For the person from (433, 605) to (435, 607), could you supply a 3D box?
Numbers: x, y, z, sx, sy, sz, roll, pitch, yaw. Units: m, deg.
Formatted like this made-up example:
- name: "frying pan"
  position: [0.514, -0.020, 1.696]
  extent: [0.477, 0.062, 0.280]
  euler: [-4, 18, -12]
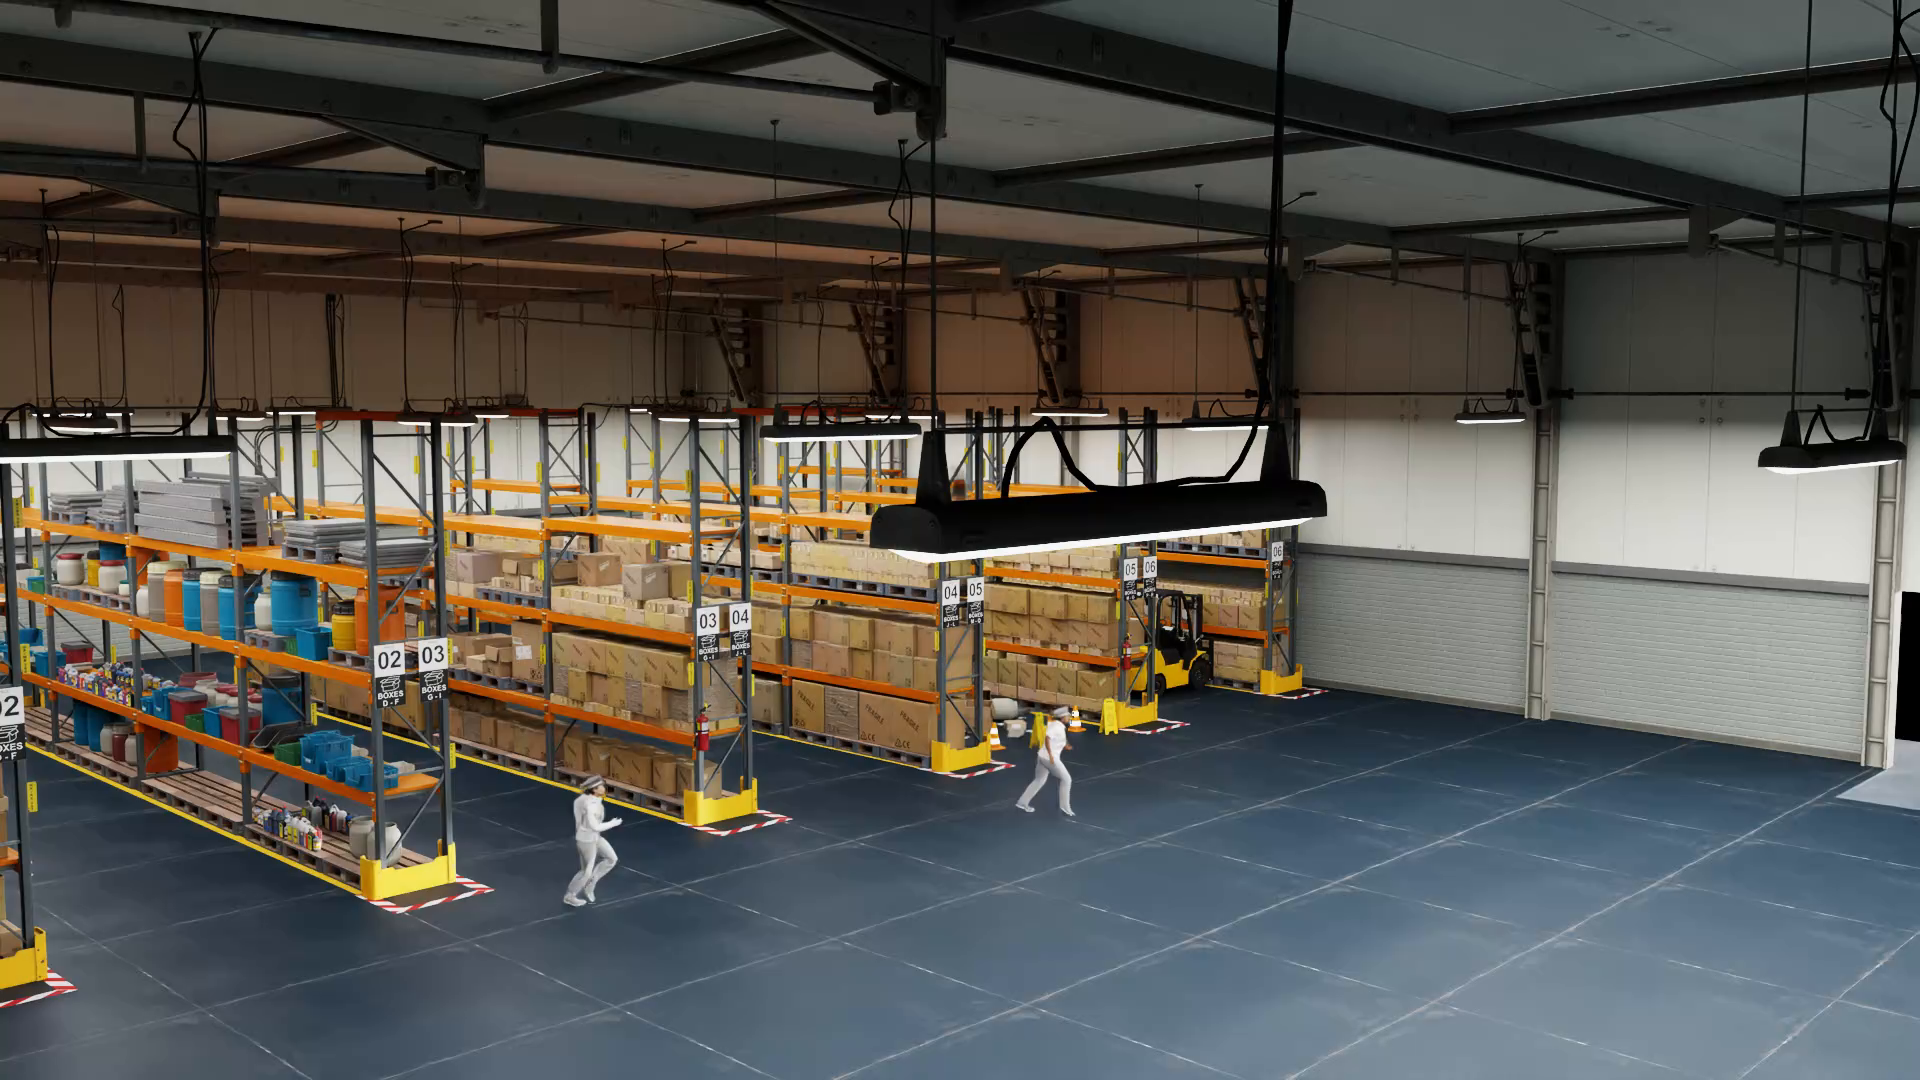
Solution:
- name: "person"
  position: [-11.817, 2.249, 37.052]
  extent: [0.651, 1.662, 0.741]
  euler: [-5, 7, -42]

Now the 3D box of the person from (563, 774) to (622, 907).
- name: "person"
  position: [-4.519, 3.680, 20.439]
  extent: [0.737, 1.642, 0.647]
  euler: [-1, 5, -9]

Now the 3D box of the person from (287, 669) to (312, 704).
- name: "person"
  position: [-11.324, 3.005, 28.248]
  extent: [0.715, 1.708, 0.616]
  euler: [3, 6, 34]

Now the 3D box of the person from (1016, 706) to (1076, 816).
- name: "person"
  position: [1.299, 3.325, 24.848]
  extent: [0.878, 1.678, 0.571]
  euler: [-1, 5, -10]
